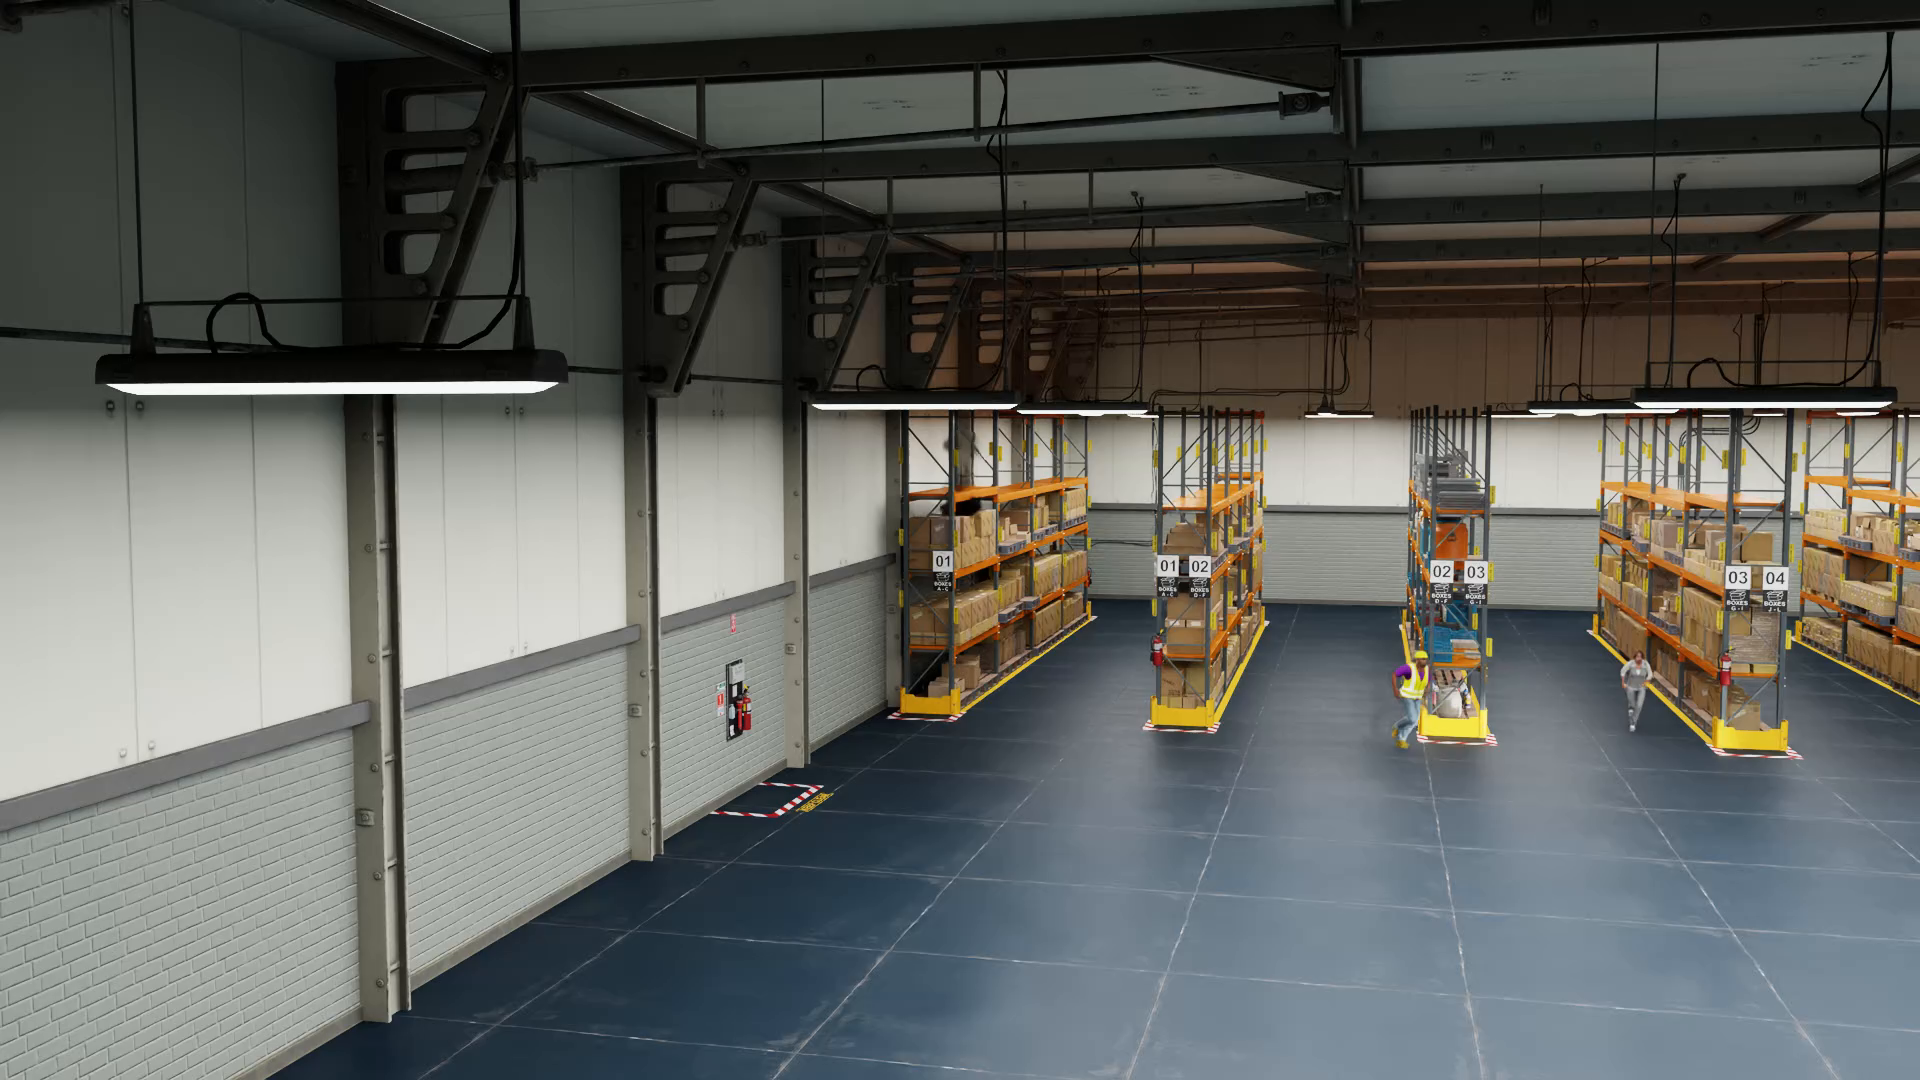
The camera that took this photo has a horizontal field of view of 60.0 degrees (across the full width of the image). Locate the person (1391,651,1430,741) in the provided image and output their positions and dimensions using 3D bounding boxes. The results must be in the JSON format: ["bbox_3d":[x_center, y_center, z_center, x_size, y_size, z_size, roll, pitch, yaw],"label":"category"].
[{"bbox_3d":[7.963,2.748,29.181,0.682,1.643,0.593,-2,5,-30],"label":"person"}]

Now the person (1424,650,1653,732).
[{"bbox_3d":[10.860,2.741,31.345,3.994,1.521,1.122,1,4,12],"label":"person"}]
